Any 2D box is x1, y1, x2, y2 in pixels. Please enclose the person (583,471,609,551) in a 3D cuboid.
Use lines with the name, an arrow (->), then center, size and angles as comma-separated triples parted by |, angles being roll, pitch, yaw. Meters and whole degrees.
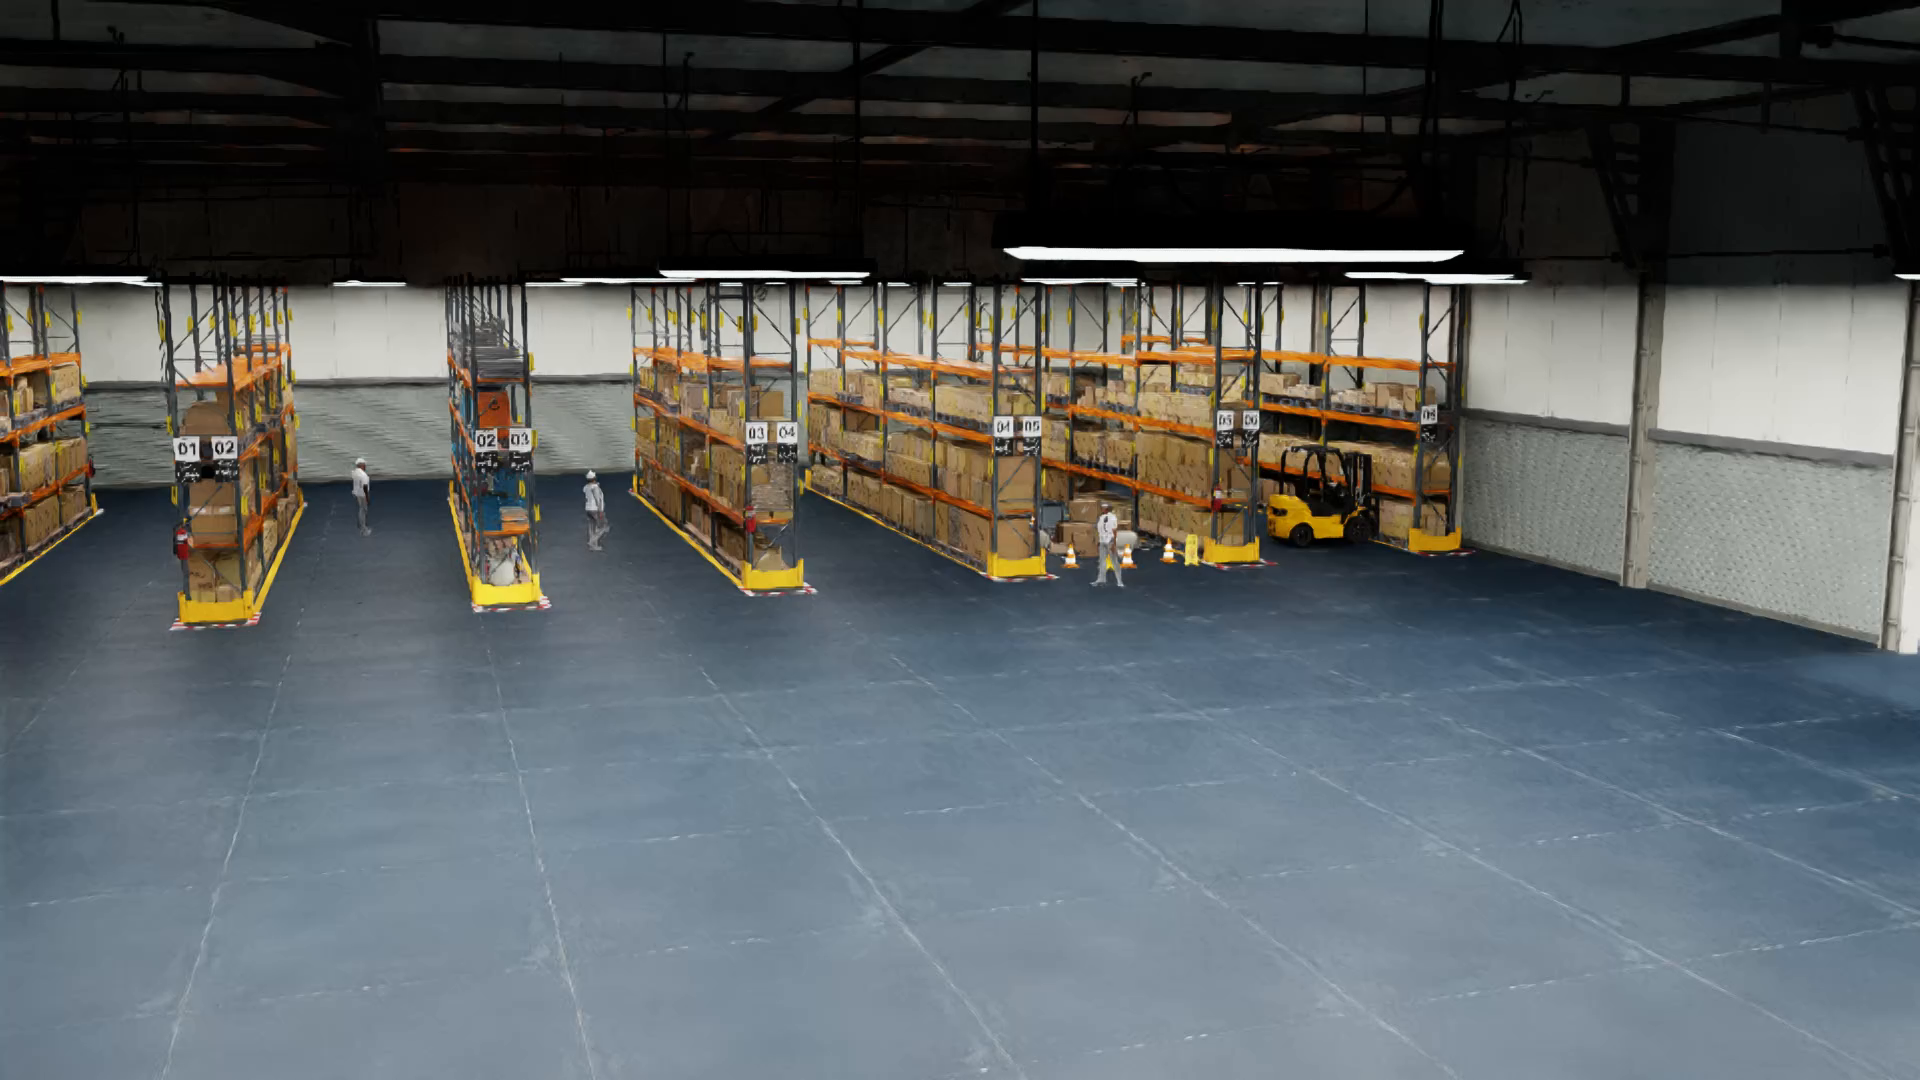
person -> -8.009, -0.633, 36.396 | 0.569, 1.769, 0.444 | 8, 12, 43

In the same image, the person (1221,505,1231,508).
person -> 6.187, -1.051, 39.174 | 0.586, 1.736, 0.654 | 2, 9, 14

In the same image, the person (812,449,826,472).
person -> -4.473, -3.036, 52.465 | 0.627, 1.730, 1.046 | 0, 9, 3

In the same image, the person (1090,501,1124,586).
person -> 2.880, 0.067, 32.158 | 0.533, 1.666, 0.592 | -6, 10, -35

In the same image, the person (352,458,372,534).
person -> -14.009, -1.050, 39.065 | 0.464, 1.763, 0.645 | -8, 12, -42
